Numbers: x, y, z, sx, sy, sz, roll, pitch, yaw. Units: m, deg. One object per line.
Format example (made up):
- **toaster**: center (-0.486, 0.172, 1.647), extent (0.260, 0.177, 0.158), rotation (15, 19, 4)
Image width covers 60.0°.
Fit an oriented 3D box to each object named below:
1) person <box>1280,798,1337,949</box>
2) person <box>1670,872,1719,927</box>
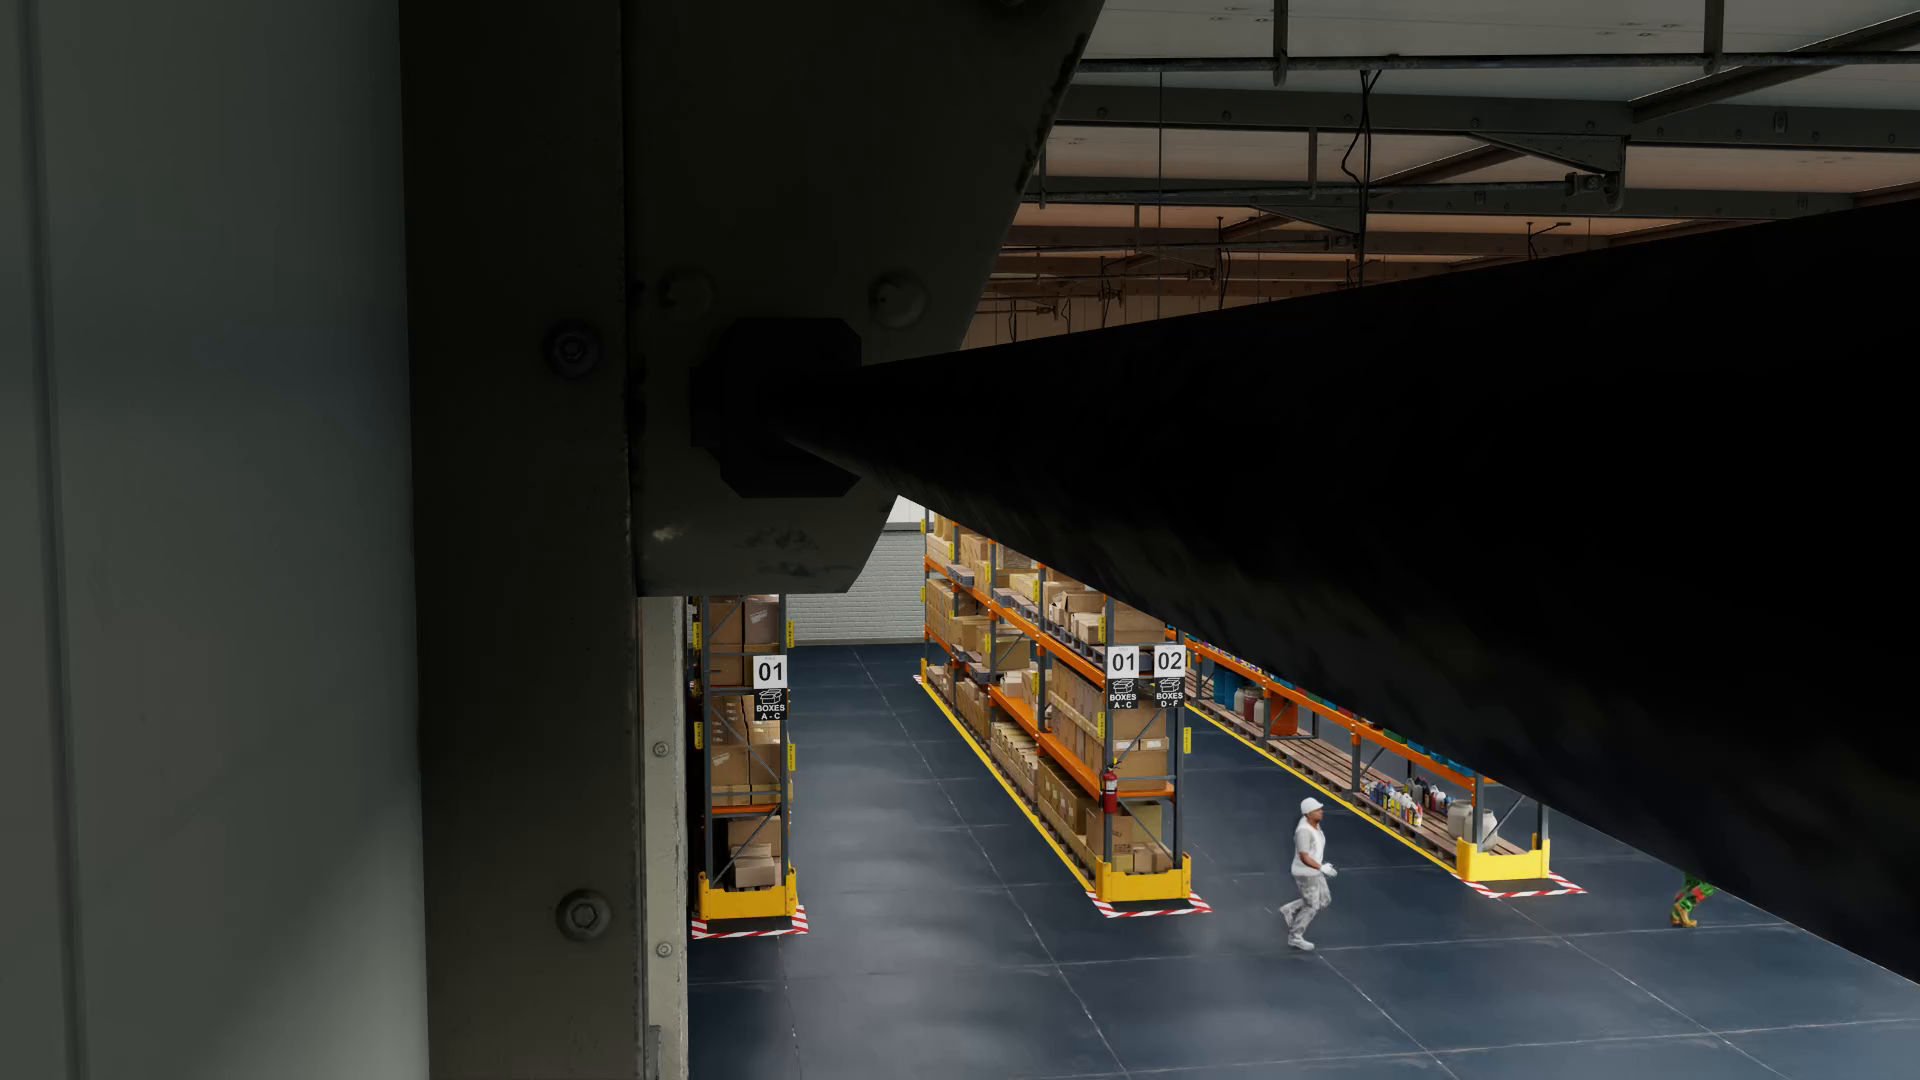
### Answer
- **person**: center (3.995, 3.797, 19.030), extent (0.661, 1.741, 0.718), rotation (2, 5, 19)
- **person**: center (8.780, 3.711, 19.721), extent (0.612, 1.748, 0.631), rotation (2, 5, 23)
